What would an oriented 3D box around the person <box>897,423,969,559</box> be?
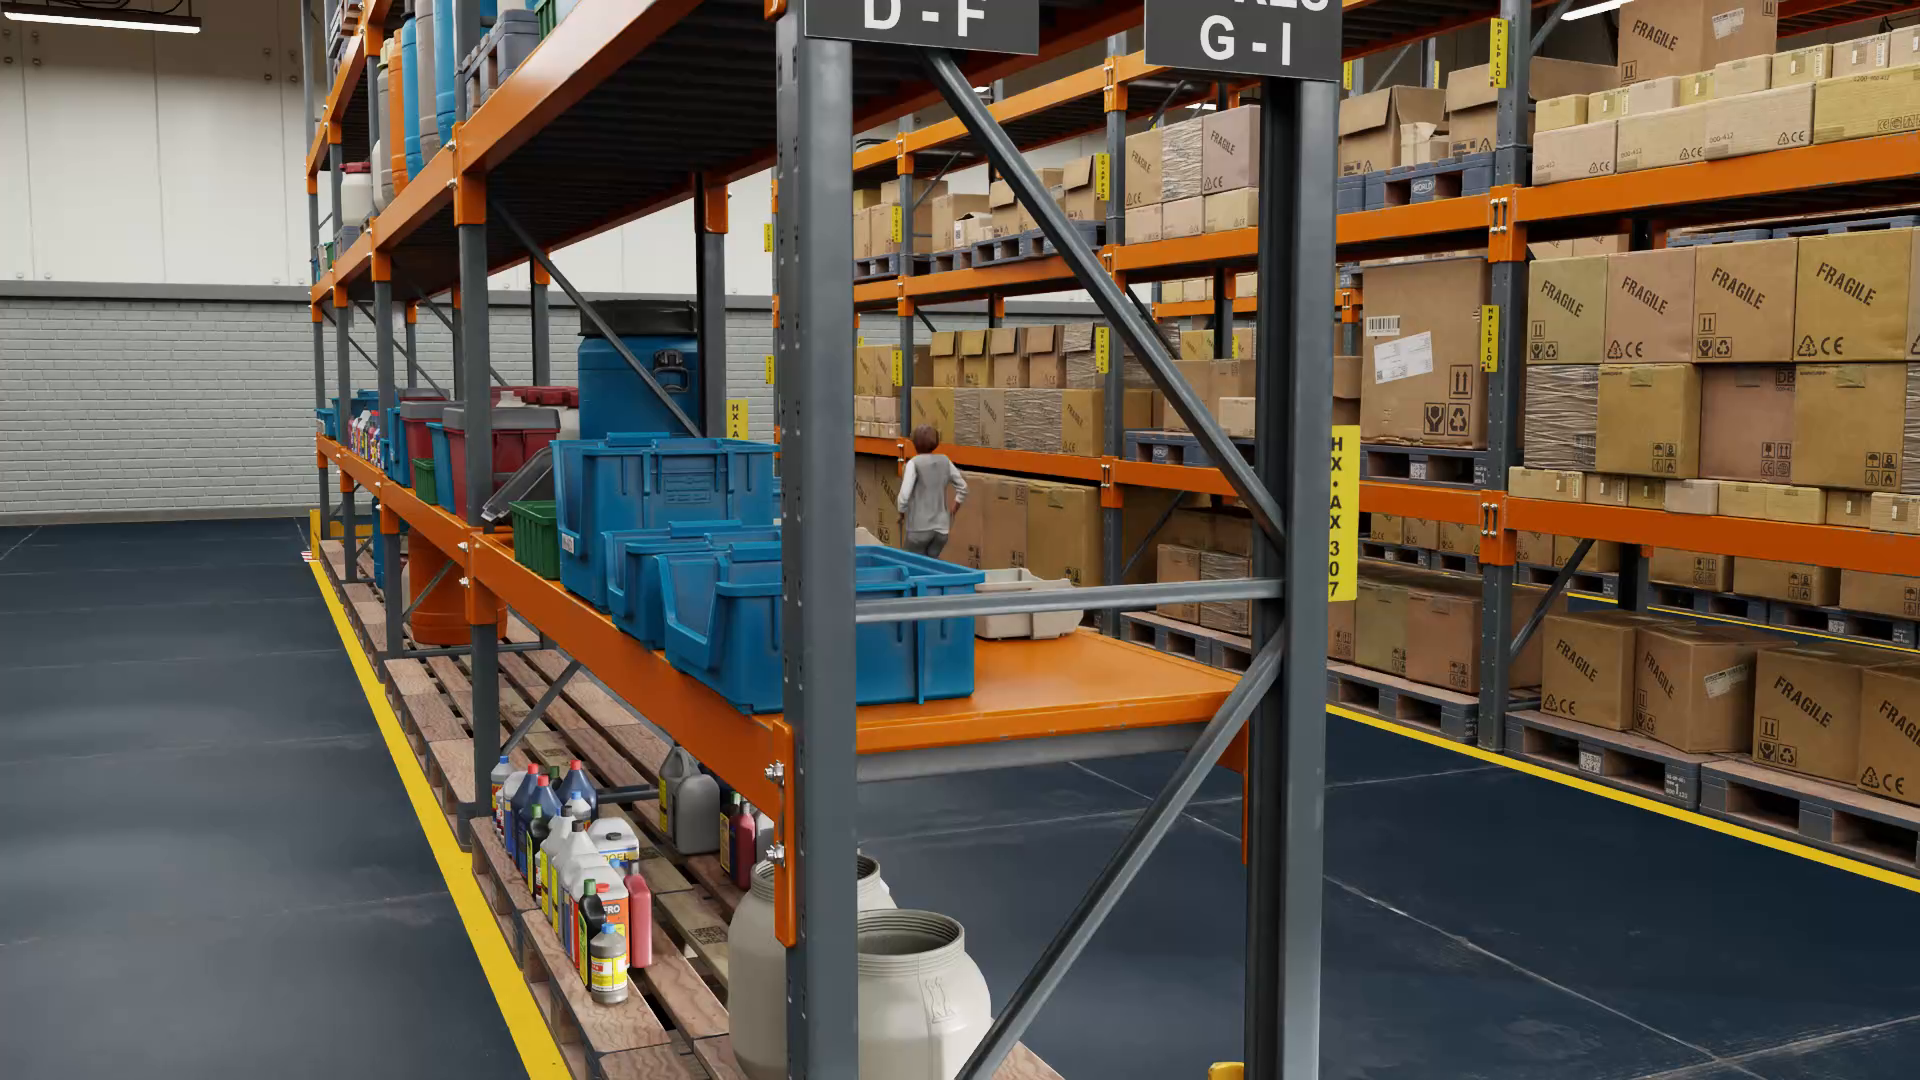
[{"bbox_3d":[-0.228,-0.072,12.192,0.567,1.567,0.491,-4,7,-36],"label":"person"}]
